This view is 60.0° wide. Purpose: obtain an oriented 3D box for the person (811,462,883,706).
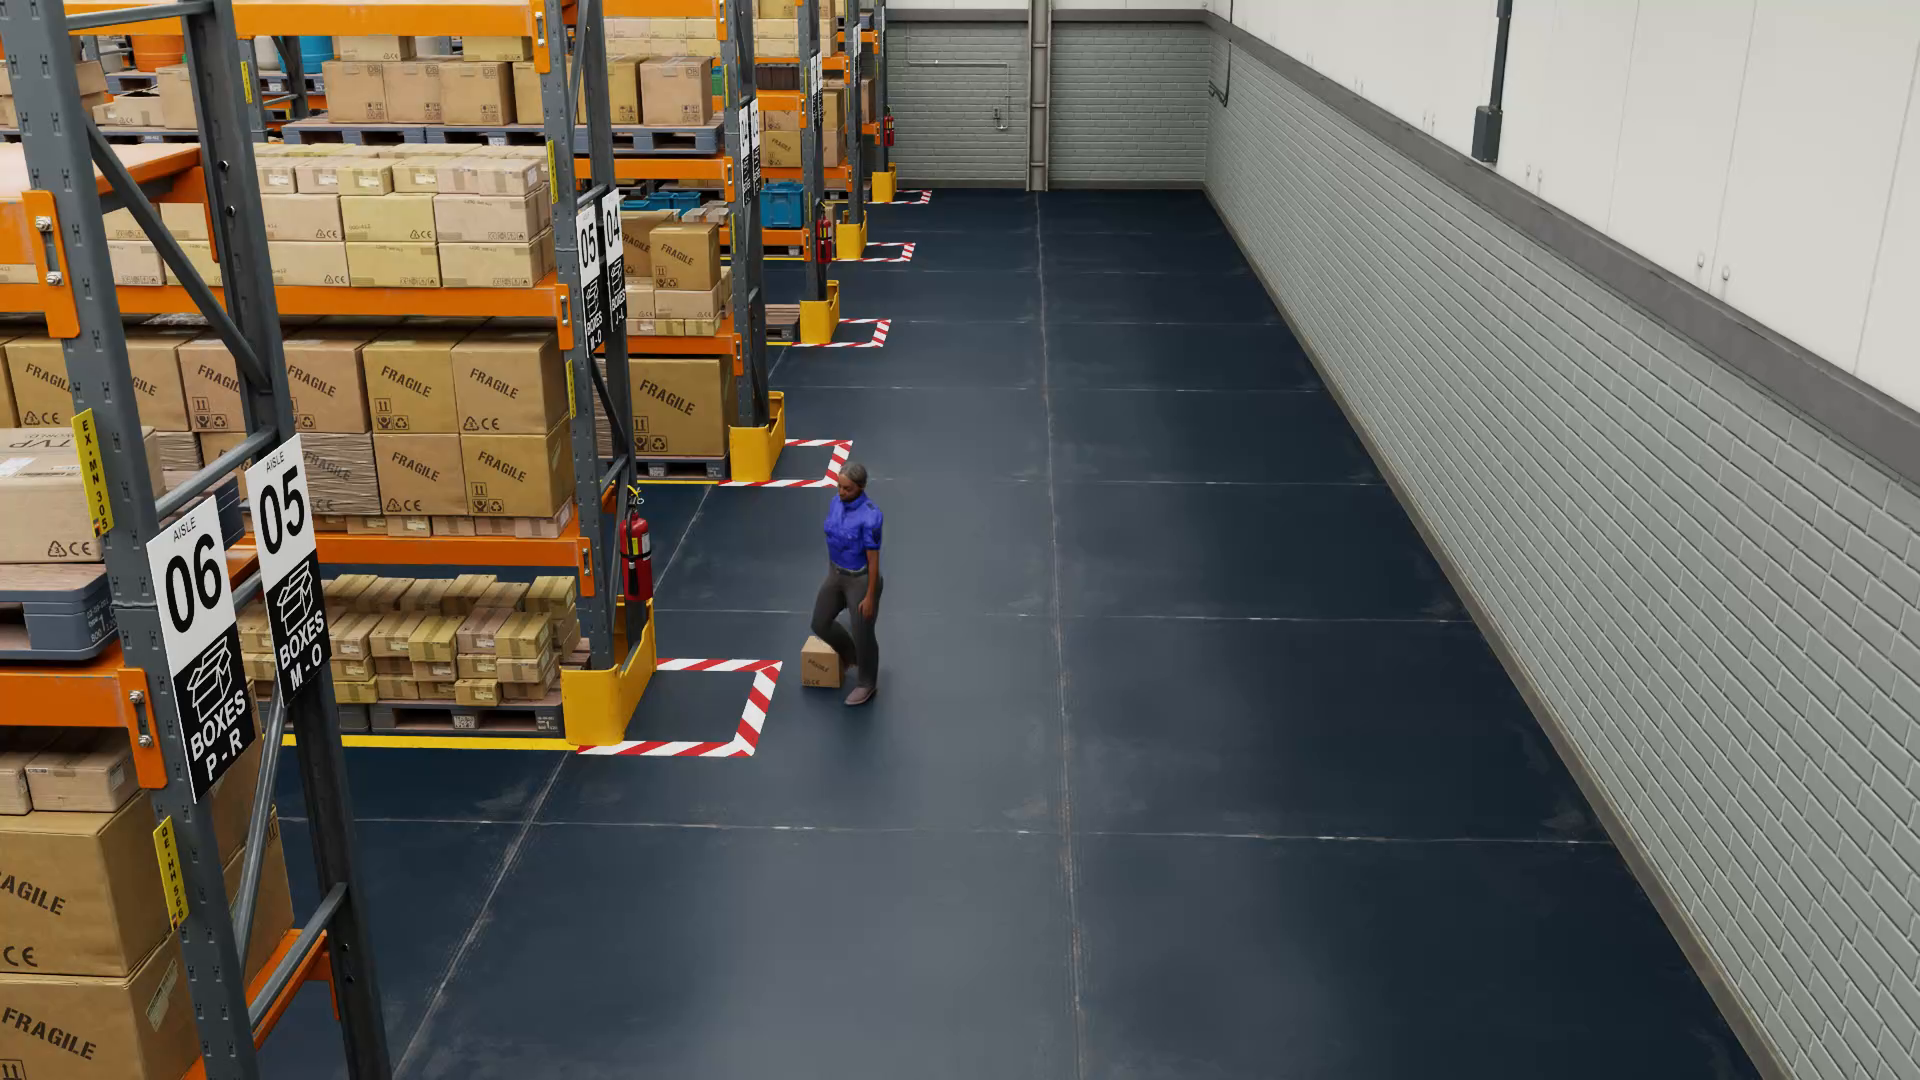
[{"bbox_3d":[-0.677,0.236,10.481,0.640,1.644,0.440,19,28,40],"label":"person"}]
